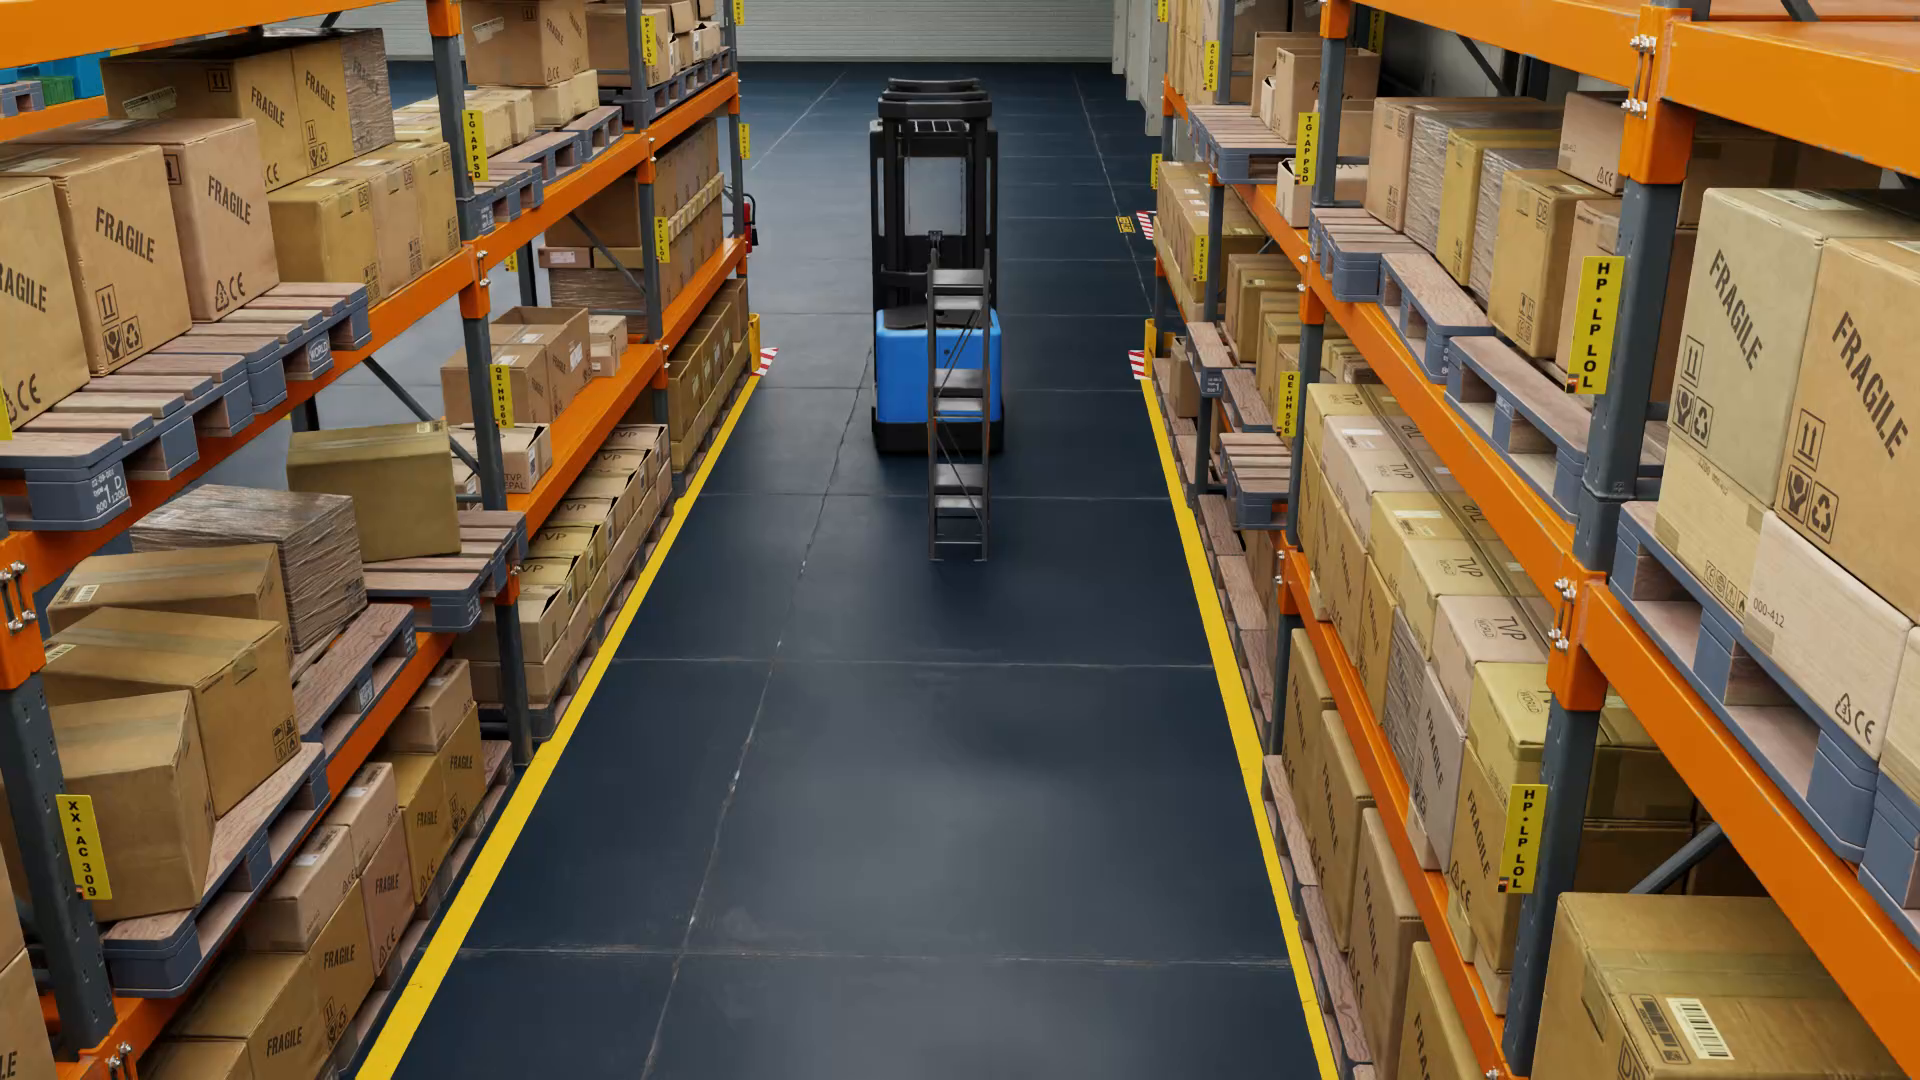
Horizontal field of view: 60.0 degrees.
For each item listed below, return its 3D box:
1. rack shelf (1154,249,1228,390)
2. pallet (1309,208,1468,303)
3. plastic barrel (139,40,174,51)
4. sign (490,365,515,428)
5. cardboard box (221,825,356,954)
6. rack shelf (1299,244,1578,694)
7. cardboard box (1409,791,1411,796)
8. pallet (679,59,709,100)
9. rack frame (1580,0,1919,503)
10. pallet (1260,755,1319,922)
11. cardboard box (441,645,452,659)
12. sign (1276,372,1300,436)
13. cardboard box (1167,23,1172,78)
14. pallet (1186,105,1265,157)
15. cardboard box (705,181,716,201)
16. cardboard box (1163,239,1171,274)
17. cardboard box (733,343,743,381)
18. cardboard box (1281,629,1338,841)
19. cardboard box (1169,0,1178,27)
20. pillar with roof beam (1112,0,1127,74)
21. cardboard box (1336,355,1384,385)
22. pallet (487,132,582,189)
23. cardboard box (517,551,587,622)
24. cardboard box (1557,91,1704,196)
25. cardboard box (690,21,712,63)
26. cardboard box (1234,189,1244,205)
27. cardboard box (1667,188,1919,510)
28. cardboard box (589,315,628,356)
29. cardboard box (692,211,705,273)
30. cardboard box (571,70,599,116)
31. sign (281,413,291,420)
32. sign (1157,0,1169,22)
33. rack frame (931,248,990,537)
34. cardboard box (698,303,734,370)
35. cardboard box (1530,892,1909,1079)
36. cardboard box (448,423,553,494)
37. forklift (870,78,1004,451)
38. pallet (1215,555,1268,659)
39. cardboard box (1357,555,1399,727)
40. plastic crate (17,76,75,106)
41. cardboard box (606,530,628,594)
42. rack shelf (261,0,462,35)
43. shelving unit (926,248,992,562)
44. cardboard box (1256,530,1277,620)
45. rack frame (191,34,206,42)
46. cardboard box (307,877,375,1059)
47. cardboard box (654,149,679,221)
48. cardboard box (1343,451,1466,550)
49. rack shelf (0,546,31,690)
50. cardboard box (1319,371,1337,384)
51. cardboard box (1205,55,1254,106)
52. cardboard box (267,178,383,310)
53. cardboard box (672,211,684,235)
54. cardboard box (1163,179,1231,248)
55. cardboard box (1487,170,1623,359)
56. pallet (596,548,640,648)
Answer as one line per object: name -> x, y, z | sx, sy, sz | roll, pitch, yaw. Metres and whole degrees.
rack shelf -> 2.326, -1.989, 14.002 | 1.077, 0.370, 4.000 | 1, 21, 2
pallet -> 2.177, -1.232, 7.171 | 1.213, 0.211, 1.003 | 2, 21, 4
plastic barrel -> -7.403, -4.774, 14.864 | 0.600, 0.830, 0.708 | 1, 21, 2
sign -> -2.265, -0.708, 8.216 | 0.100, 0.325, 0.005 | 1, 21, 2
cardboard box -> -2.641, 1.315, 6.303 | 0.500, 0.250, 0.500 | 1, 21, 2
rack shelf -> 2.083, -0.495, 6.005 | 1.077, 0.370, 4.000 | 1, 21, 2
cardboard box -> 1.809, 0.905, 5.868 | 0.380, 0.149, 0.250 | 1, 21, 2
pallet -> -2.646, -3.760, 13.548 | 1.003, 0.211, 1.213 | 1, 21, 2
rack frame -> 2.022, -1.505, 3.469 | 1.000, 3.000, 0.127 | 1, 21, 2
pallet -> 2.044, 1.429, 8.053 | 1.003, 0.211, 1.213 | 1, 21, 2
cardboard box -> -3.038, 0.425, 9.233 | 0.500, 0.311, 0.500 | 1, 21, 3
sign -> 1.601, -0.660, 8.093 | 0.100, 0.325, 0.005 | 1, 21, 2
cardboard box -> 2.127, -4.384, 14.867 | 0.500, 0.500, 0.500 | 1, 21, 3
pallet -> 2.140, -2.690, 10.928 | 1.213, 0.211, 1.003 | 1, 21, 2
cardboard box -> -2.400, -3.122, 14.894 | 0.380, 0.149, 0.250 | 0, 21, 1
cardboard box -> 2.032, -2.442, 14.355 | 0.500, 0.250, 0.500 | 0, 21, 1
cardboard box -> -2.289, -1.636, 15.320 | 0.500, 0.250, 0.500 | 1, 21, 2
cardboard box -> 1.990, 0.916, 7.913 | 0.750, 0.750, 0.750 | 0, 21, 1
cardboard box -> 2.067, -4.650, 14.173 | 0.500, 0.500, 0.500 | 0, 21, 1
pillar with roof beam -> -0.160, -16.476, 42.052 | 9.100, 9.000, 0.400 | 1, 21, 2
cardboard box -> 2.124, -0.834, 8.388 | 0.380, 0.149, 0.250 | -2, 21, -5
pallet -> -2.846, -2.169, 9.587 | 1.003, 0.211, 1.213 | 2, 21, 4
cardboard box -> -2.491, 0.241, 9.708 | 0.500, 0.311, 0.500 | 0, 21, 0
cardboard box -> 2.181, -1.225, 5.109 | 0.500, 0.250, 0.500 | 0, 21, 0
cardboard box -> -2.353, -4.098, 13.646 | 0.500, 0.311, 0.500 | 3, 21, 8
cardboard box -> 2.533, -2.613, 13.759 | 0.500, 0.500, 0.500 | 1, 21, 2
cardboard box -> 1.720, -0.374, 3.152 | 0.500, 0.500, 0.500 | 0, 21, 1
cardboard box -> -2.658, -1.406, 11.713 | 0.500, 0.250, 0.500 | 2, 21, 5
cardboard box -> -2.624, -2.609, 14.468 | 0.700, 0.500, 0.500 | 1, 21, 2
cardboard box -> -2.715, -2.956, 10.980 | 0.500, 0.250, 0.500 | 3, 21, 7
sign -> -3.363, -0.753, 8.221 | 0.100, 0.325, 0.005 | 1, 21, 2
sign -> 1.844, -4.859, 15.051 | 0.100, 0.325, 0.005 | 1, 21, 2
rack frame -> 0.002, -1.007, 11.722 | 0.400, 2.100, 0.015 | 1, 21, 2
cardboard box -> -2.299, -1.805, 14.718 | 0.500, 0.500, 0.500 | 1, 21, 2
cardboard box -> 1.989, 1.348, 3.994 | 0.980, 0.700, 0.700 | 1, 21, 2
cardboard box -> -2.587, -0.488, 9.262 | 0.500, 0.311, 0.500 | 0, 21, 1
forklift -> -0.233, -2.587, 14.645 | 1.130, 2.935, 3.031 | -1, 21, -2
pallet -> 2.209, 0.423, 10.648 | 1.003, 0.211, 1.213 | 1, 21, 2
cardboard box -> 1.823, 0.380, 6.325 | 0.500, 0.500, 0.500 | 1, 21, 3
plastic crate -> -7.317, -3.577, 13.248 | 0.336, 0.188, 0.450 | 1, 21, 2
cardboard box -> -2.458, 0.137, 10.750 | 0.500, 0.250, 0.500 | 1, 21, 3
rack shelf -> -2.747, -3.206, 9.399 | 1.077, 0.370, 4.000 | 1, 21, 2
shelving unit -> -0.005, -0.919, 11.495 | 0.431, 2.100, 0.503 | 1, 21, 2
cardboard box -> 2.232, 0.180, 10.267 | 0.700, 0.500, 0.500 | 1, 21, 1
rack frame -> -7.516, -5.953, 14.932 | 1.000, 3.000, 0.127 | 1, 21, 2
cardboard box -> -2.644, 1.653, 6.470 | 0.500, 0.500, 0.500 | 1, 21, 2
cardboard box -> -2.649, -2.830, 13.244 | 0.700, 0.500, 0.500 | 1, 21, 2
cardboard box -> 1.845, -0.163, 6.687 | 0.500, 0.250, 0.500 | 1, 21, 2
rack shelf -> -2.991, 0.898, 2.415 | 1.077, 0.370, 4.000 | 1, 21, 2
cardboard box -> 2.148, -0.577, 8.622 | 0.700, 0.500, 0.500 | -2, 21, -5
cardboard box -> 2.033, -3.242, 11.924 | 0.500, 0.500, 0.500 | 1, 21, 3
cardboard box -> -2.819, -1.122, 6.490 | 0.910, 0.500, 0.500 | 1, 21, 2
cardboard box -> -2.449, -2.564, 13.456 | 0.380, 0.149, 0.250 | 0, 21, 0
cardboard box -> 2.025, -2.802, 14.246 | 0.500, 0.500, 0.500 | 0, 21, 0
cardboard box -> 2.111, -0.878, 5.251 | 0.700, 0.500, 0.500 | 0, 21, 1
pallet -> -2.704, 0.355, 10.822 | 1.003, 0.211, 1.213 | 1, 21, 2
